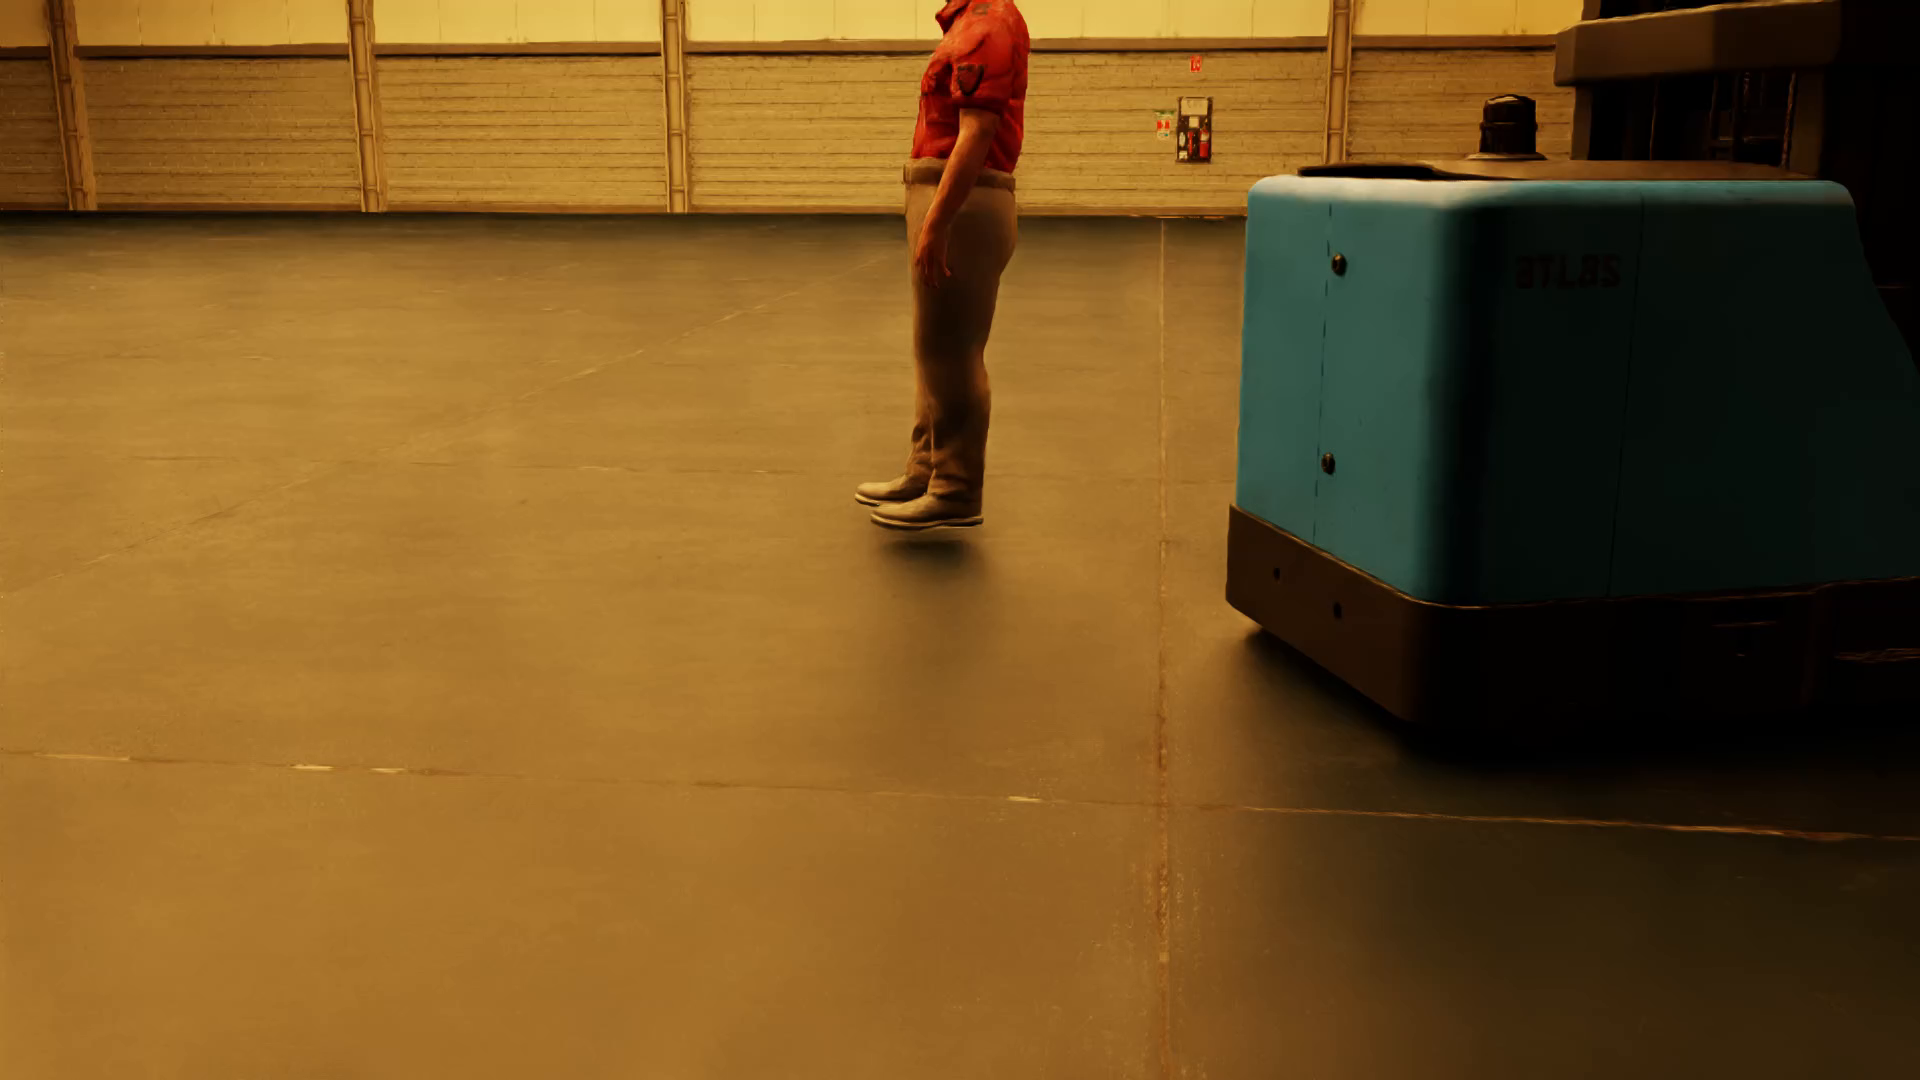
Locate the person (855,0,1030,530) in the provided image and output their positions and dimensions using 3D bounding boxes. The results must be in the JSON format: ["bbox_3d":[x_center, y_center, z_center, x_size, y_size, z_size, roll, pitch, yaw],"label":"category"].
[{"bbox_3d":[-0.088,-0.892,4.761,0.550,1.726,0.640,2,13,7],"label":"person"}]

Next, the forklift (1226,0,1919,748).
[{"bbox_3d":[2.214,-1.190,3.599,3.031,2.935,1.130,-3,14,-13],"label":"forklift"}]
